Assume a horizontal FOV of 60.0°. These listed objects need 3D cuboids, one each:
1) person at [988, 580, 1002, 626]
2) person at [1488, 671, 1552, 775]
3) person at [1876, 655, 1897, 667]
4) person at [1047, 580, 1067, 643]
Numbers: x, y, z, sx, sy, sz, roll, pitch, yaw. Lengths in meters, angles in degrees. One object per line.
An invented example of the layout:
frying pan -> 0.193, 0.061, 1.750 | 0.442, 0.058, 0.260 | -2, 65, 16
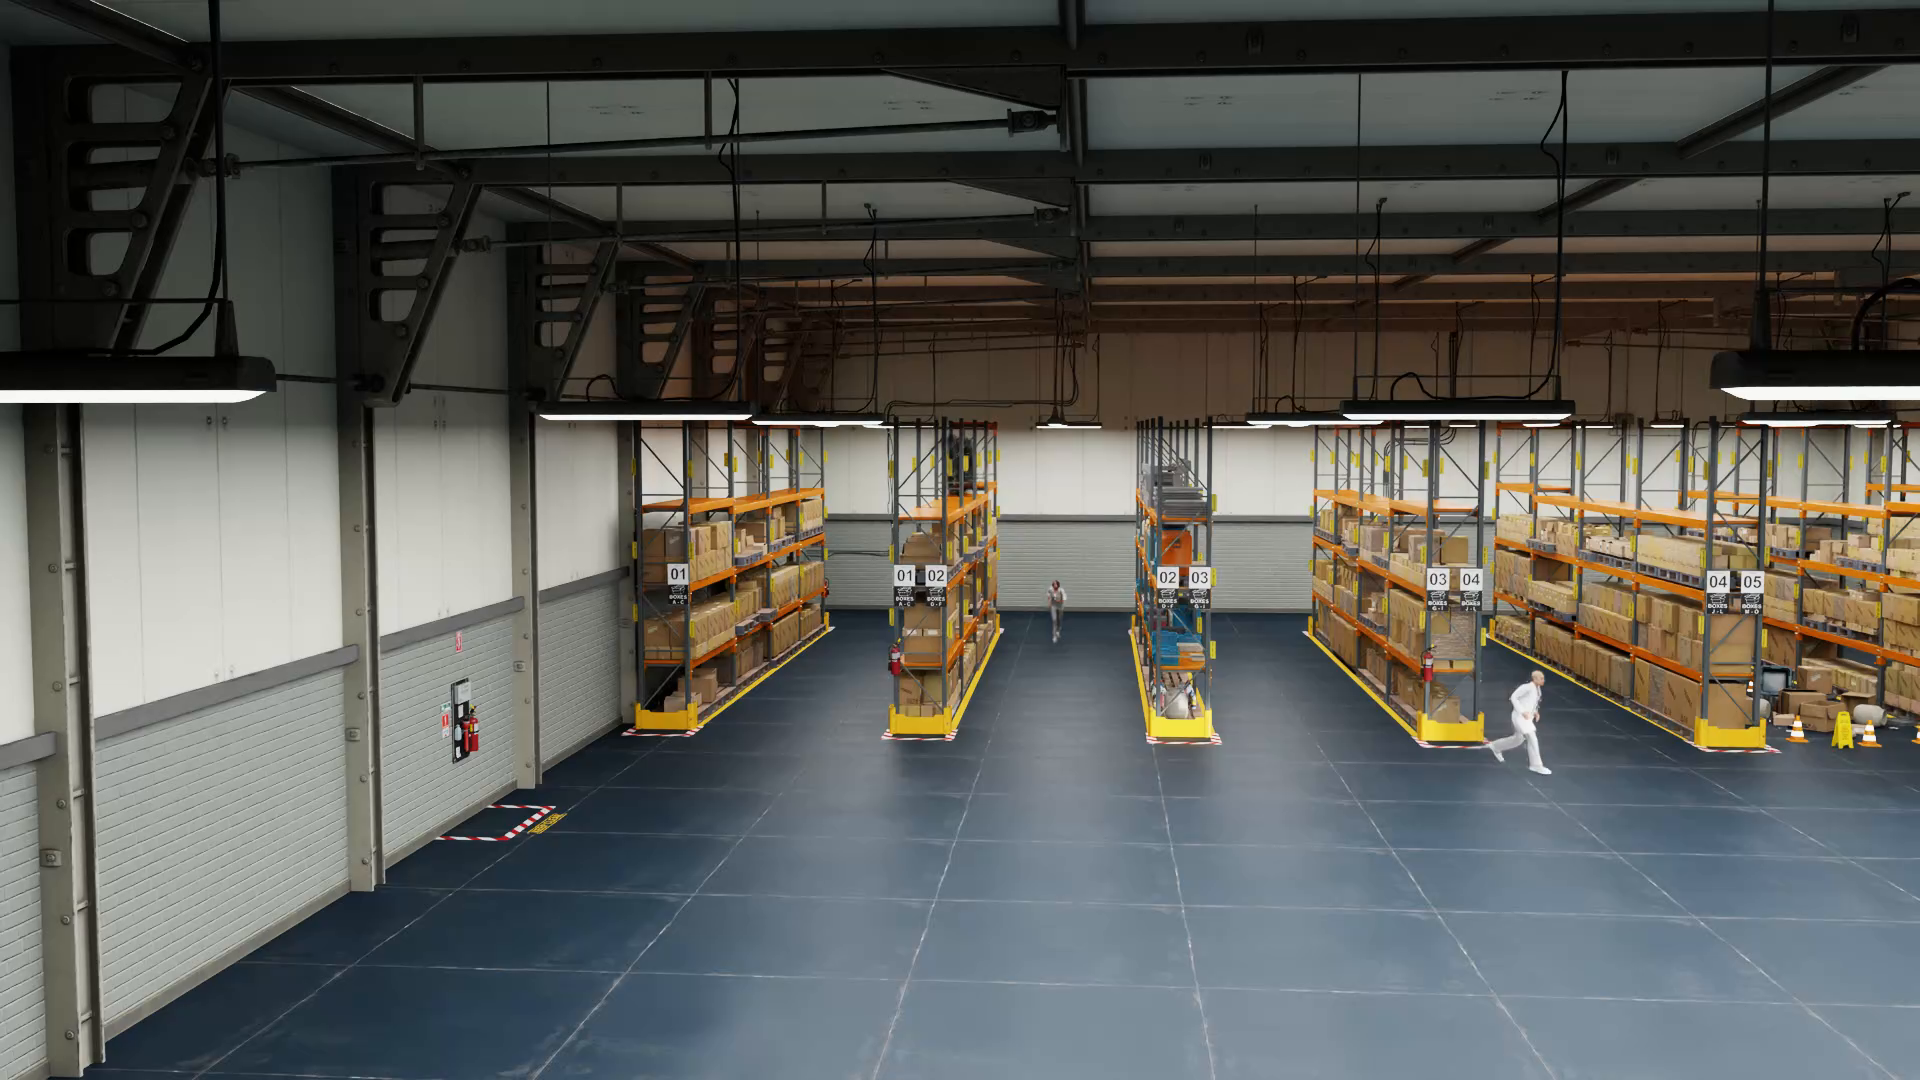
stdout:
person -> 0.895, 1.678, 49.320 | 1.033, 1.740, 0.580 | 3, 5, 41
person -> 9.415, 3.029, 28.004 | 0.725, 1.723, 1.112 | -4, 5, -45
person -> 22.372, 2.208, 40.190 | 0.692, 1.796, 0.889 | 0, 4, -3
person -> 2.534, 1.846, 43.442 | 0.539, 1.617, 0.865 | 0, 4, 5
